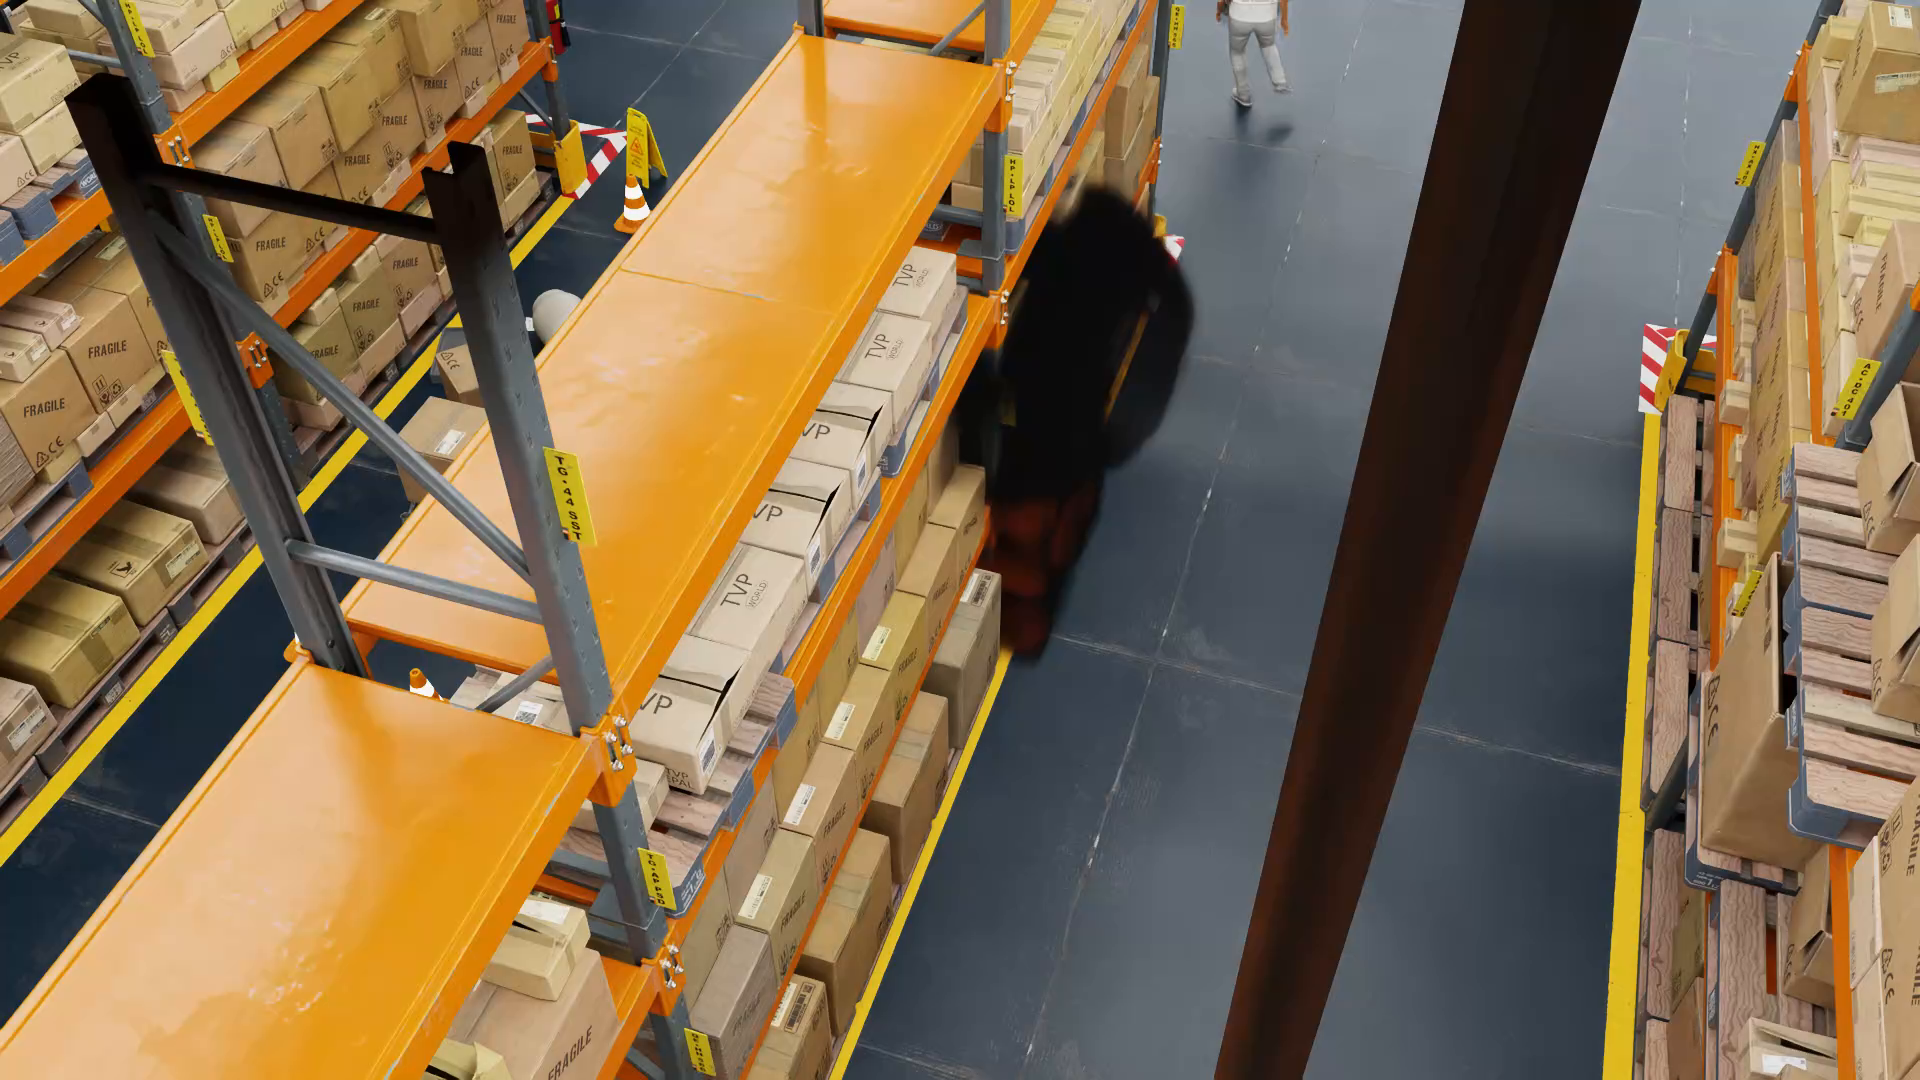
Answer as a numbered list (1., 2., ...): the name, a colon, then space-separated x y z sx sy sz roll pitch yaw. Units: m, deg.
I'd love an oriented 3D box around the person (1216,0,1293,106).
1. person: 2.603 -4.522 14.416 0.726 1.631 0.534 -3 46 -3
